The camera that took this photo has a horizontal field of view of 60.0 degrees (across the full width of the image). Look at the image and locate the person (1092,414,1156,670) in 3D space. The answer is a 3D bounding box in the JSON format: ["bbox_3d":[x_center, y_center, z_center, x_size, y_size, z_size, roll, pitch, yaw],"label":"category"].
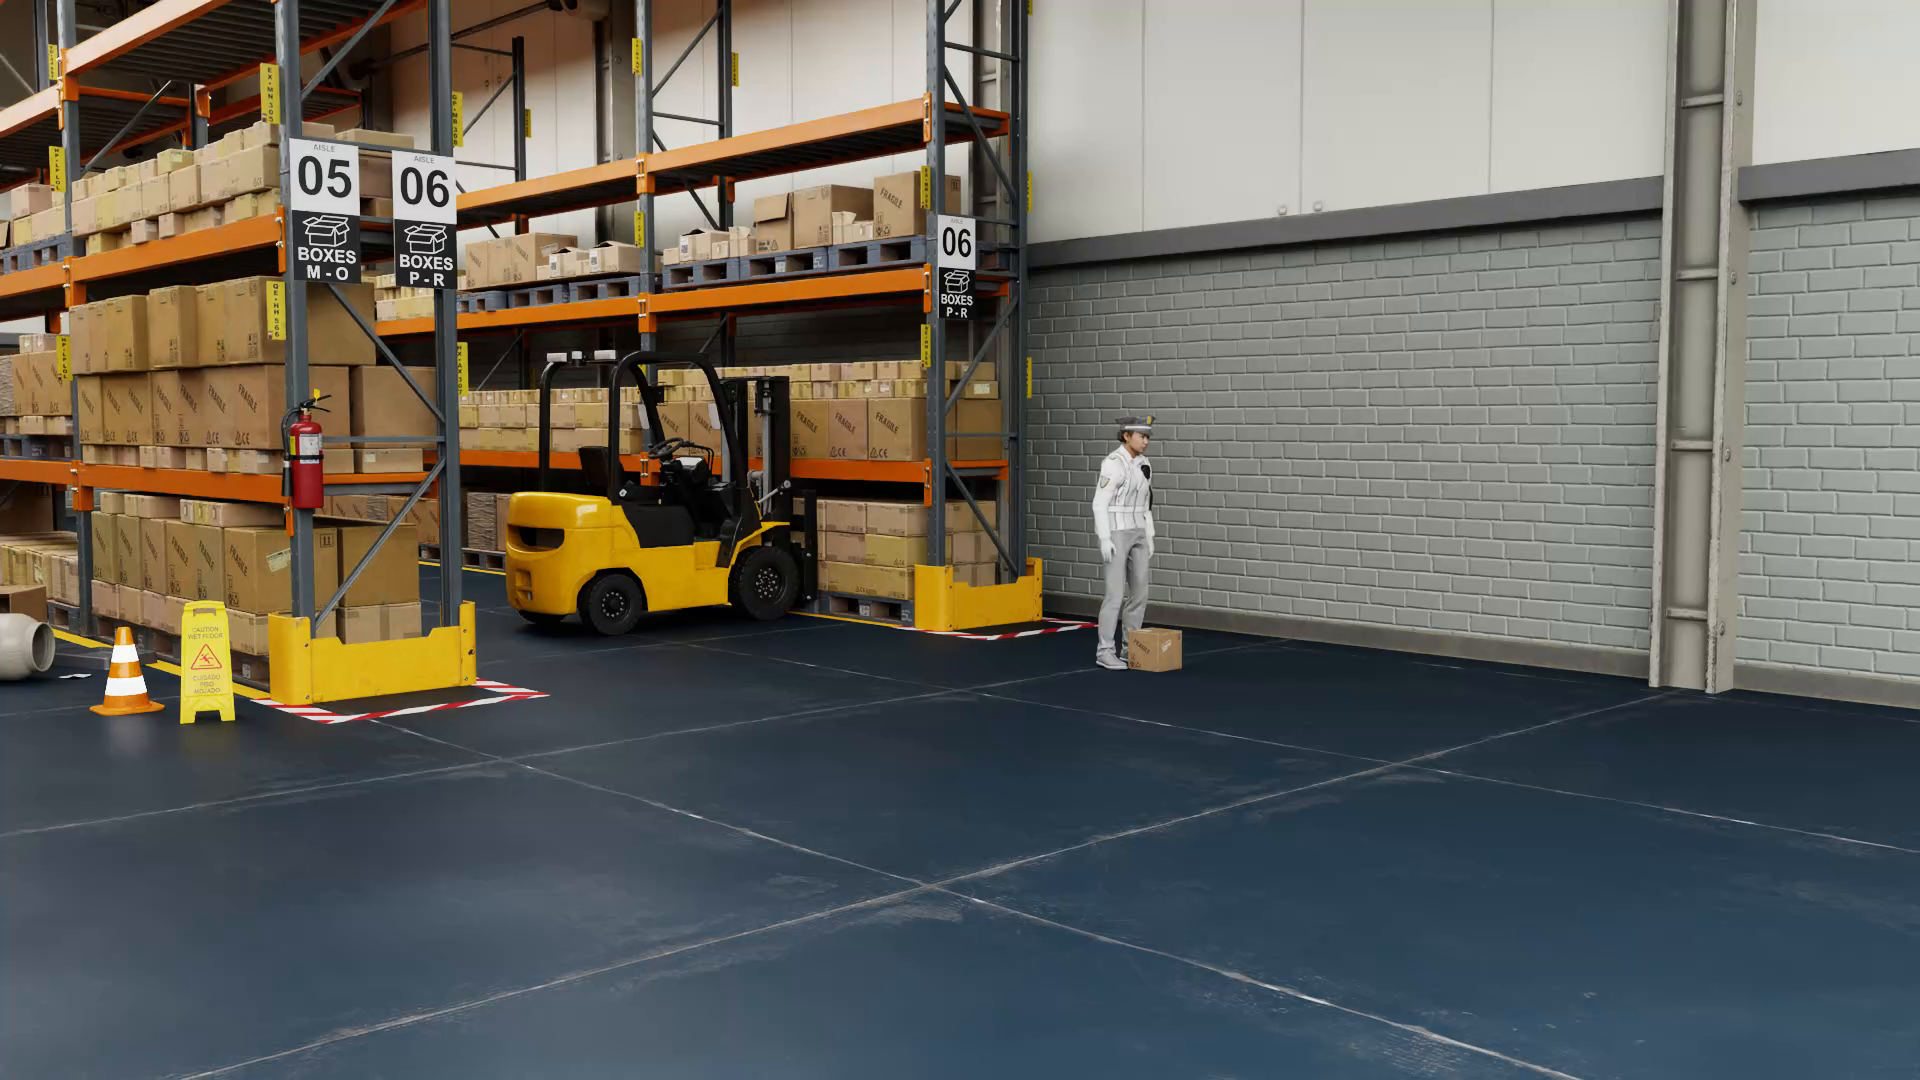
[{"bbox_3d":[1.098,0.001,10.997,0.526,1.663,0.375,-4,6,-44],"label":"person"}]
